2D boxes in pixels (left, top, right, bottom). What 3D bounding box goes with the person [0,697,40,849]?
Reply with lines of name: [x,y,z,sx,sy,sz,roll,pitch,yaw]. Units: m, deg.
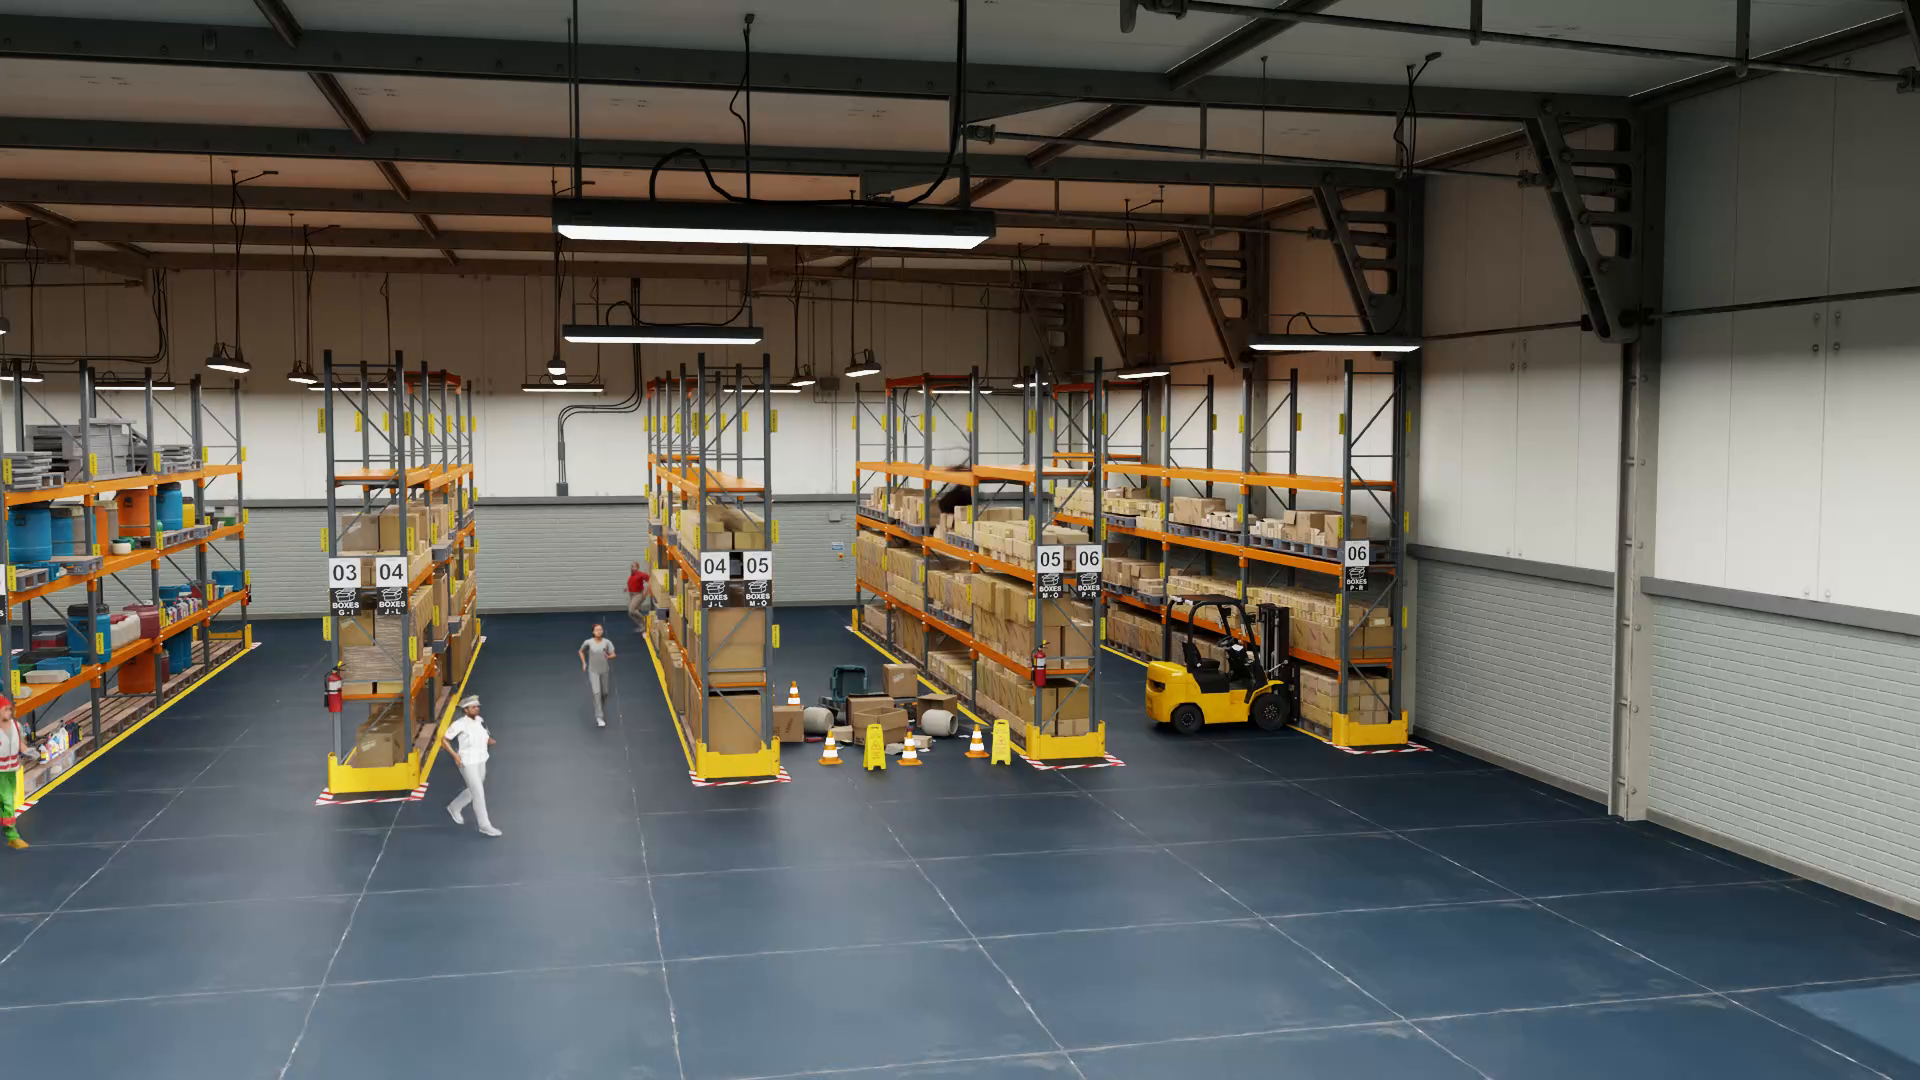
person: [-11.440,2.745,19.754,0.959,1.778,0.629,1,4,20]

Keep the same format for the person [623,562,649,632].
person: [-7.794,1.377,39.947,0.567,1.697,0.734,-4,5,-43]

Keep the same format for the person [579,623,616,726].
person: [-6.040,2.210,27.779,0.564,1.655,0.969,-2,4,-25]

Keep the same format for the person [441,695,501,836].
person: [-5.968,2.720,20.315,0.941,1.674,0.578,2,4,26]
